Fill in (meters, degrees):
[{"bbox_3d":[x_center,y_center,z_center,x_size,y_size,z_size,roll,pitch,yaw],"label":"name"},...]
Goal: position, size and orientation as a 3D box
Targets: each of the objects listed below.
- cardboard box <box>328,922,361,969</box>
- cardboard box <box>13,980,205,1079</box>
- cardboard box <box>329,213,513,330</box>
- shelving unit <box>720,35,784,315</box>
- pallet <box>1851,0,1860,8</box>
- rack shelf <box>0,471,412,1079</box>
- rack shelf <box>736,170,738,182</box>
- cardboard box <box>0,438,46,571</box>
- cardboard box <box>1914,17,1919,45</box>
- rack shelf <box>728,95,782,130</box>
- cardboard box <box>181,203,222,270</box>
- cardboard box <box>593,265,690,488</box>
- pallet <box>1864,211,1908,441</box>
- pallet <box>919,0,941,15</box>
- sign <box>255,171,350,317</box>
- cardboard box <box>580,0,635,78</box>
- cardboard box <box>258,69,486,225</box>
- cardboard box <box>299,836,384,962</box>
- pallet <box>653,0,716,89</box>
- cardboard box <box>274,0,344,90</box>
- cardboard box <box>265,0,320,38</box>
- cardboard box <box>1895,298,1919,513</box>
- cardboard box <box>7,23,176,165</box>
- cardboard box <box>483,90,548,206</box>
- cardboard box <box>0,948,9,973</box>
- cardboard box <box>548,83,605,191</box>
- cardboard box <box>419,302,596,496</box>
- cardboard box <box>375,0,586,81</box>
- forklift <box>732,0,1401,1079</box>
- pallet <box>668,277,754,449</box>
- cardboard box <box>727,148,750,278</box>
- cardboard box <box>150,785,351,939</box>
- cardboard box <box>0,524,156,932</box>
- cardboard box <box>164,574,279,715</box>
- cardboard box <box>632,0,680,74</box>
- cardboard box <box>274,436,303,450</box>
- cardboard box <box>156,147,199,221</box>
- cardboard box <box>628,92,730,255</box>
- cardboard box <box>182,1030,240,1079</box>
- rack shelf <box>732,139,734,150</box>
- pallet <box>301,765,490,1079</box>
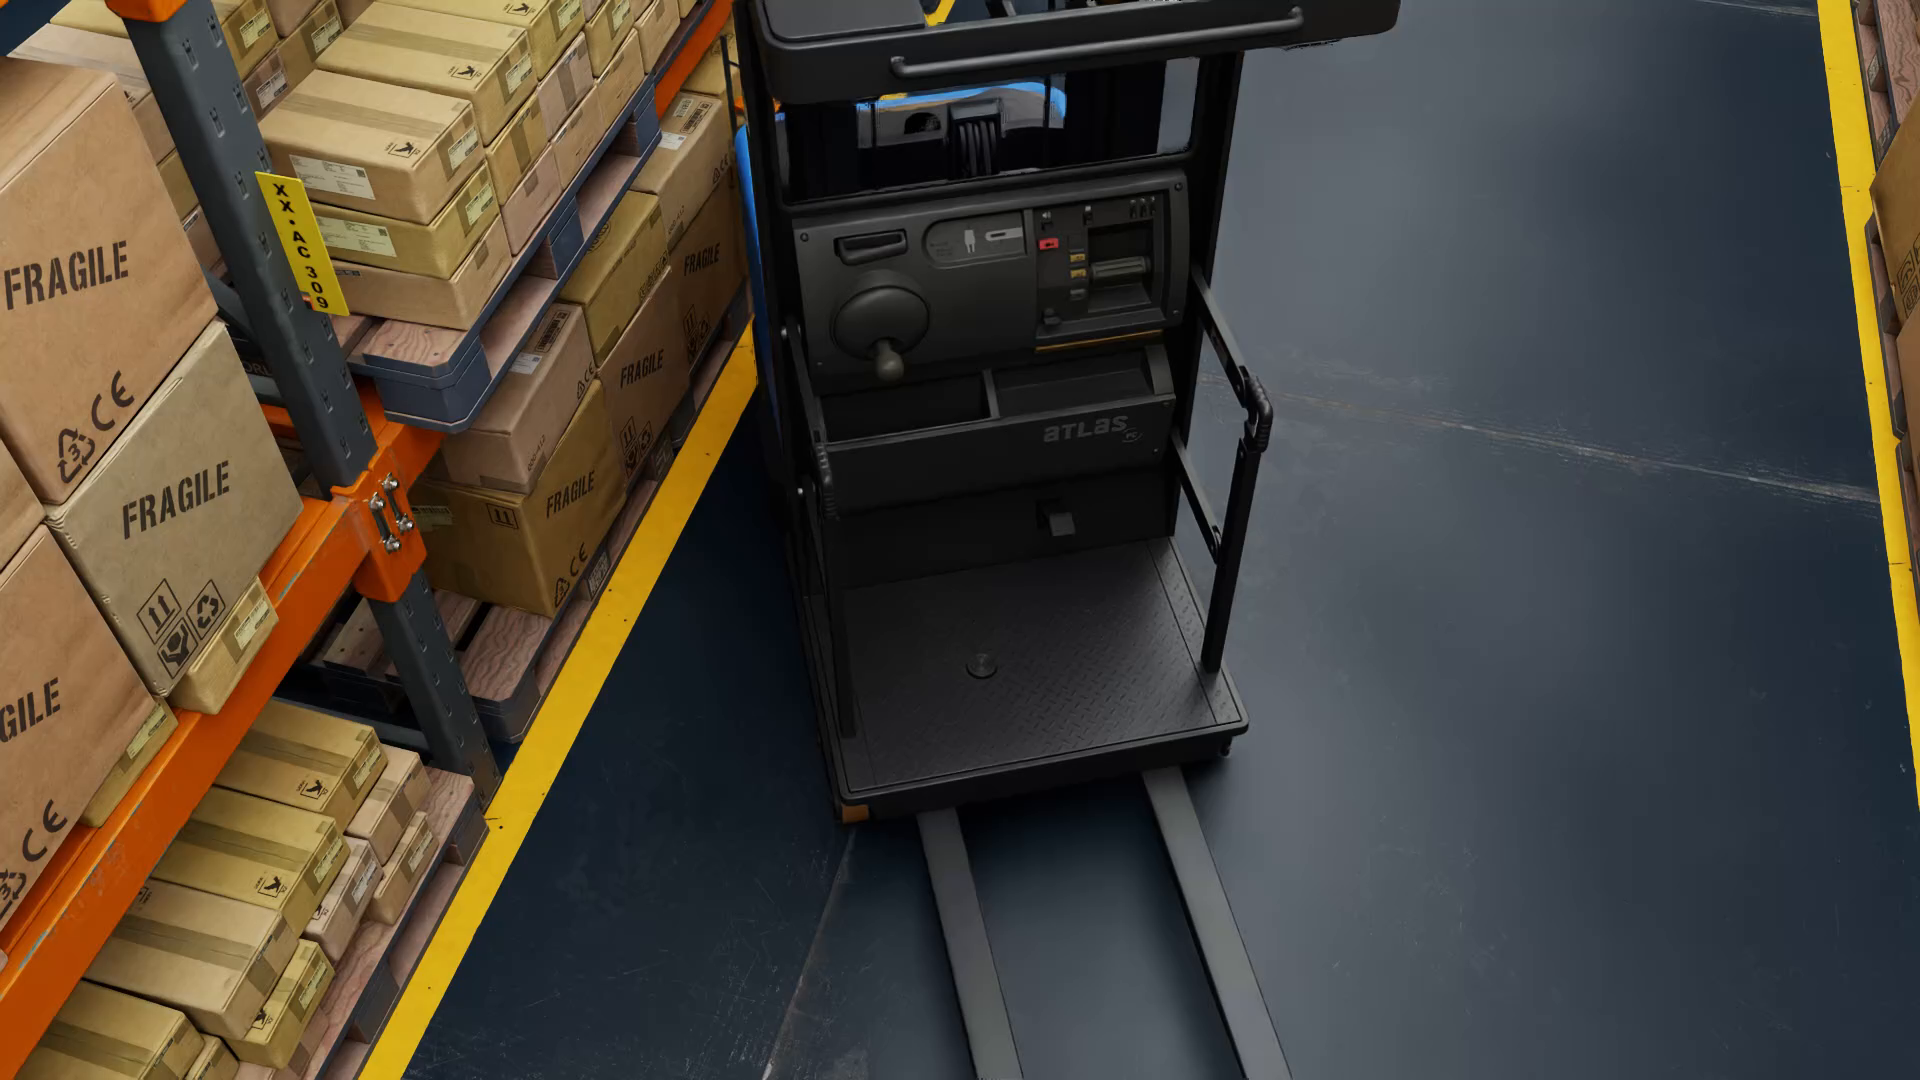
[{"bbox_3d":[-1.701,0.953,4.030,0.380,0.149,0.250,13,50,11],"label":"cardboard box"},{"bbox_3d":[-1.851,1.089,3.513,0.380,0.149,0.250,13,50,11],"label":"cardboard box"},{"bbox_3d":[-1.230,-0.624,3.687,0.380,0.149,0.250,9,49,8],"label":"cardboard box"},{"bbox_3d":[-0.566,-1.119,5.437,0.258,1.200,0.189,28,54,23],"label":"shelving unit"},{"bbox_3d":[4.564,-2.737,7.525,1.003,0.211,1.213,12,50,10],"label":"pallet"},{"bbox_3d":[-2.303,1.311,2.572,1.077,0.370,4.000,12,50,10],"label":"rack shelf"},{"bbox_3d":[-0.566,-1.169,5.380,0.258,0.103,0.180,28,54,23],"label":"rack shelf"},{"bbox_3d":[-1.771,-0.068,2.377,0.500,0.500,0.500,10,49,9],"label":"cardboard box"},{"bbox_3d":[4.191,-2.022,6.408,0.700,0.500,0.500,9,49,8],"label":"cardboard box"},{"bbox_3d":[-0.567,-1.329,5.201,0.258,0.103,0.180,28,54,23],"label":"rack shelf"},{"bbox_3d":[-1.863,-0.756,3.804,0.380,0.149,0.250,11,49,9],"label":"cardboard box"},{"bbox_3d":[-1.189,-0.551,5.123,0.500,0.500,0.500,14,50,12],"label":"cardboard box"},{"bbox_3d":[3.754,-0.737,5.760,1.003,0.211,1.213,12,50,10],"label":"pallet"},{"bbox_3d":[-0.444,-2.900,7.668,1.003,0.211,1.213,12,50,10],"label":"pallet"},{"bbox_3d":[-1.251,-0.559,3.165,0.100,0.325,0.005,12,50,10],"label":"sign"},{"bbox_3d":[-1.028,-1.285,4.073,0.380,0.149,0.250,10,49,8],"label":"cardboard box"},{"bbox_3d":[-1.230,-0.821,3.464,0.380,0.149,0.250,14,50,12],"label":"cardboard box"},{"bbox_3d":[-1.612,0.821,3.948,0.380,0.149,0.250,9,49,8],"label":"cardboard box"},{"bbox_3d":[-1.206,-1.764,4.934,1.003,0.211,1.213,12,50,10],"label":"pallet"},{"bbox_3d":[-1.726,-1.225,4.019,0.380,0.149,0.250,14,50,12],"label":"cardboard box"},{"bbox_3d":[-1.720,-1.336,3.919,0.380,0.149,0.250,10,49,9],"label":"cardboard box"},{"bbox_3d":[3.591,-0.513,4.839,1.225,0.875,0.875,12,50,10],"label":"cardboard box"},{"bbox_3d":[-1.860,-0.955,3.583,0.380,0.149,0.250,14,50,12],"label":"cardboard box"},{"bbox_3d":[-1.163,-0.910,3.742,0.380,0.149,0.250,11,49,9],"label":"cardboard box"},{"bbox_3d":[-1.851,0.735,2.768,0.380,0.149,0.250,10,49,8],"label":"cardboard box"},{"bbox_3d":[-1.093,-1.006,4.024,0.380,0.149,0.250,12,50,10],"label":"cardboard box"},{"bbox_3d":[-1.328,-0.416,4.504,0.500,0.250,0.500,10,49,8],"label":"cardboard box"},{"bbox_3d":[-1.092,-1.208,3.807,0.380,0.149,0.250,12,50,10],"label":"cardboard box"},{"bbox_3d":[0.132,-0.512,3.747,1.130,2.935,3.031,-9,49,-8],"label":"forklift"},{"bbox_3d":[-1.254,-0.900,5.903,1.003,0.211,1.213,12,50,10],"label":"pallet"},{"bbox_3d":[-0.909,-1.291,5.776,0.500,0.500,0.500,10,49,8],"label":"cardboard box"},{"bbox_3d":[-1.648,0.735,3.825,0.380,0.149,0.250,12,50,11],"label":"cardboard box"},{"bbox_3d":[-1.770,0.276,2.741,0.500,0.500,0.500,10,49,9],"label":"cardboard box"},{"bbox_3d":[-1.589,0.170,3.267,0.380,0.149,0.250,10,49,9],"label":"cardboard box"},{"bbox_3d":[-0.959,-1.371,4.347,0.380,0.149,0.250,10,49,8],"label":"cardboard box"},{"bbox_3d":[-1.825,-0.522,4.597,0.500,0.250,0.500,10,49,9],"label":"cardboard box"},{"bbox_3d":[-1.863,-0.855,3.693,0.380,0.149,0.250,13,50,11],"label":"cardboard box"},{"bbox_3d":[-1.051,-1.170,5.169,0.500,0.250,0.500,13,50,11],"label":"cardboard box"},{"bbox_3d":[-1.827,1.180,3.631,0.380,0.149,0.250,12,50,10],"label":"cardboard box"},{"bbox_3d":[-0.566,-1.249,5.291,0.258,0.103,0.180,28,54,23],"label":"rack shelf"},{"bbox_3d":[-1.920,1.042,4.190,1.003,0.211,1.213,12,50,10],"label":"pallet"}]
